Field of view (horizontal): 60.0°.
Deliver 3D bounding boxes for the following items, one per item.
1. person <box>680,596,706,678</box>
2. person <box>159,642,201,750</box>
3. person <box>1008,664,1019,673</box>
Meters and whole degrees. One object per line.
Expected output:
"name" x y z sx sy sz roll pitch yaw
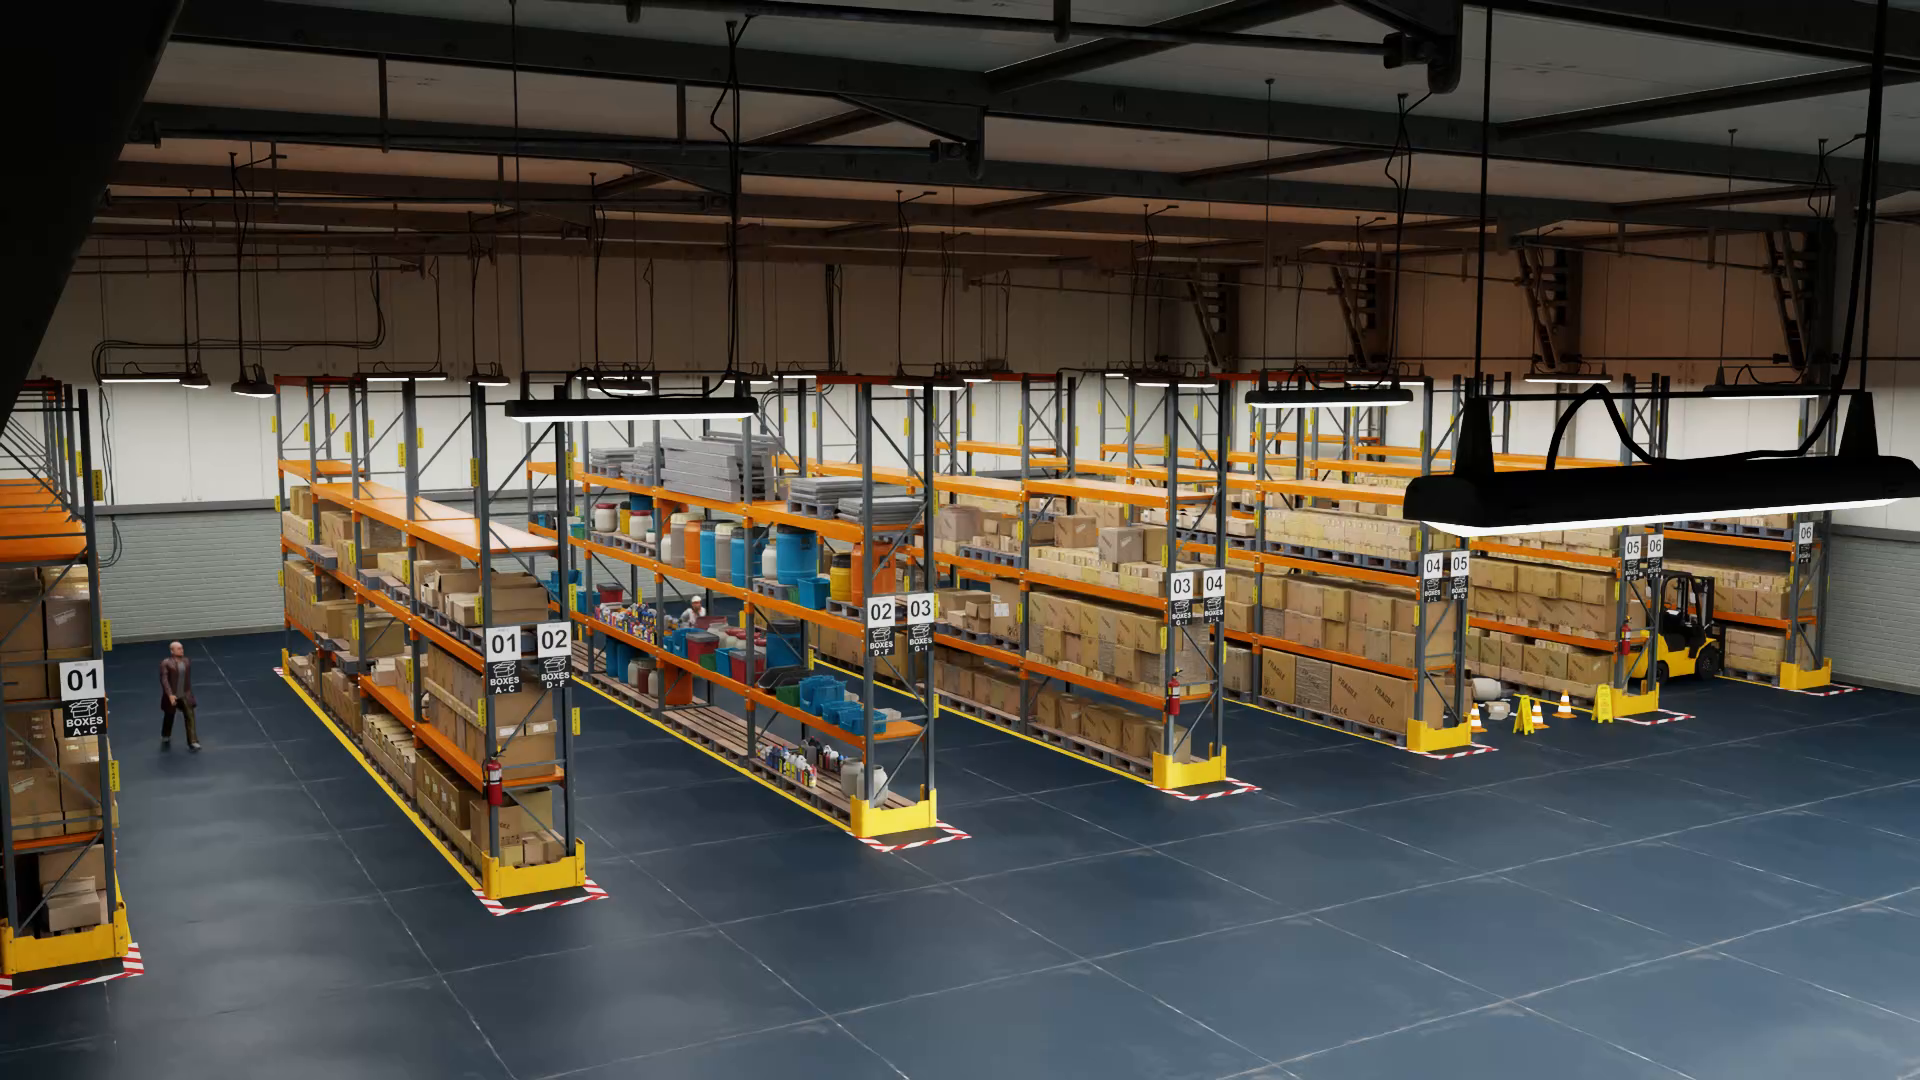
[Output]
"person" -5.232 1.915 32.776 0.661 1.688 0.618 -2 7 -21
"person" -12.666 2.508 26.911 0.530 1.727 1.143 -5 8 -39
"person" 1.113 1.997 32.026 0.749 1.676 0.683 -2 7 -21
